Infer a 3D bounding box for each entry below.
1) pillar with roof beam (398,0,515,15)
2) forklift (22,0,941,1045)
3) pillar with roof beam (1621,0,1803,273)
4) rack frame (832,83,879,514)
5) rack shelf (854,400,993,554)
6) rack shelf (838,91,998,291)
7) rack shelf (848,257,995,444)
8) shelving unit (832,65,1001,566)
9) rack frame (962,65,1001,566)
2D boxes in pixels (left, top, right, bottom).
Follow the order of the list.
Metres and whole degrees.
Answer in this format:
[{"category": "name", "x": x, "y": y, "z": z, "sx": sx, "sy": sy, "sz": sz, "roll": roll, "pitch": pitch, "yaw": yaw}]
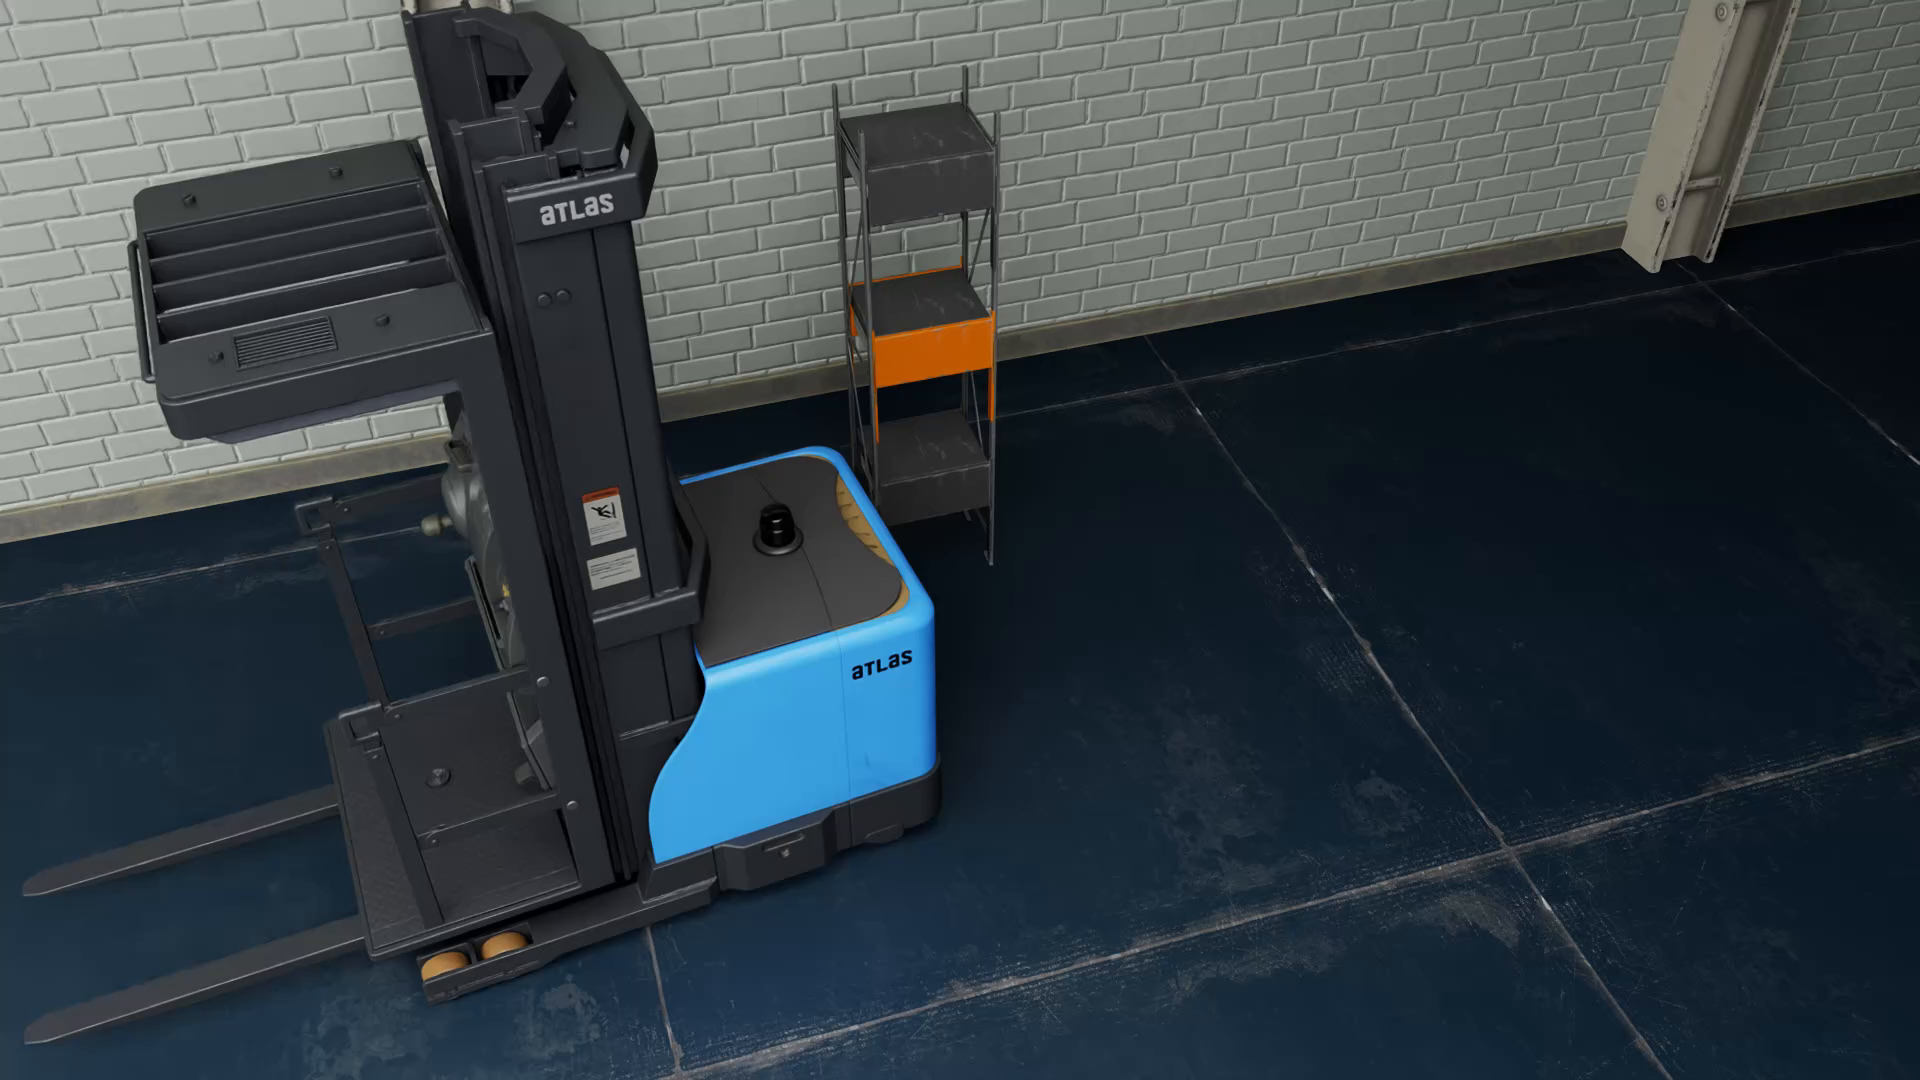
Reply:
[{"category": "pillar with roof beam", "x": -0.597, "y": -1.062, "z": 1.626, "sx": 0.400, "sy": 9.000, "sz": 9.100, "roll": -12, "pitch": 42, "yaw": -13}, {"category": "forklift", "x": -1.632, "y": 0.021, "z": 4.998, "sx": 3.031, "sy": 2.935, "sz": 1.130, "roll": -16, "pitch": 44, "yaw": -18}, {"category": "pillar with roof beam", "x": 5.126, "y": -2.248, "z": 2.983, "sx": 0.400, "sy": 9.000, "sz": 9.100, "roll": -12, "pitch": 42, "yaw": -13}, {"category": "rack frame", "x": -0.391, "y": -0.710, "z": 6.467, "sx": 0.015, "sy": 2.100, "sz": 0.400, "roll": -12, "pitch": 42, "yaw": -13}, {"category": "rack shelf", "x": -0.158, "y": -0.221, "z": 6.991, "sx": 0.480, "sy": 0.518, "sz": 0.431, "roll": -12, "pitch": 42, "yaw": -13}, {"category": "rack shelf", "x": -0.158, "y": -1.275, "z": 6.070, "sx": 0.480, "sy": 0.518, "sz": 0.431, "roll": -12, "pitch": 42, "yaw": -13}, {"category": "rack shelf", "x": -0.158, "y": -0.748, "z": 6.531, "sx": 0.480, "sy": 0.518, "sz": 0.431, "roll": -12, "pitch": 42, "yaw": -13}, {"category": "shelving unit", "x": -0.158, "y": -0.758, "z": 6.522, "sx": 0.503, "sy": 2.100, "sz": 0.431, "roll": -12, "pitch": 42, "yaw": -13}, {"category": "rack frame", "x": 0.075, "y": -0.806, "z": 6.577, "sx": 0.015, "sy": 2.100, "sz": 0.400, "roll": -12, "pitch": 42, "yaw": -13}]
